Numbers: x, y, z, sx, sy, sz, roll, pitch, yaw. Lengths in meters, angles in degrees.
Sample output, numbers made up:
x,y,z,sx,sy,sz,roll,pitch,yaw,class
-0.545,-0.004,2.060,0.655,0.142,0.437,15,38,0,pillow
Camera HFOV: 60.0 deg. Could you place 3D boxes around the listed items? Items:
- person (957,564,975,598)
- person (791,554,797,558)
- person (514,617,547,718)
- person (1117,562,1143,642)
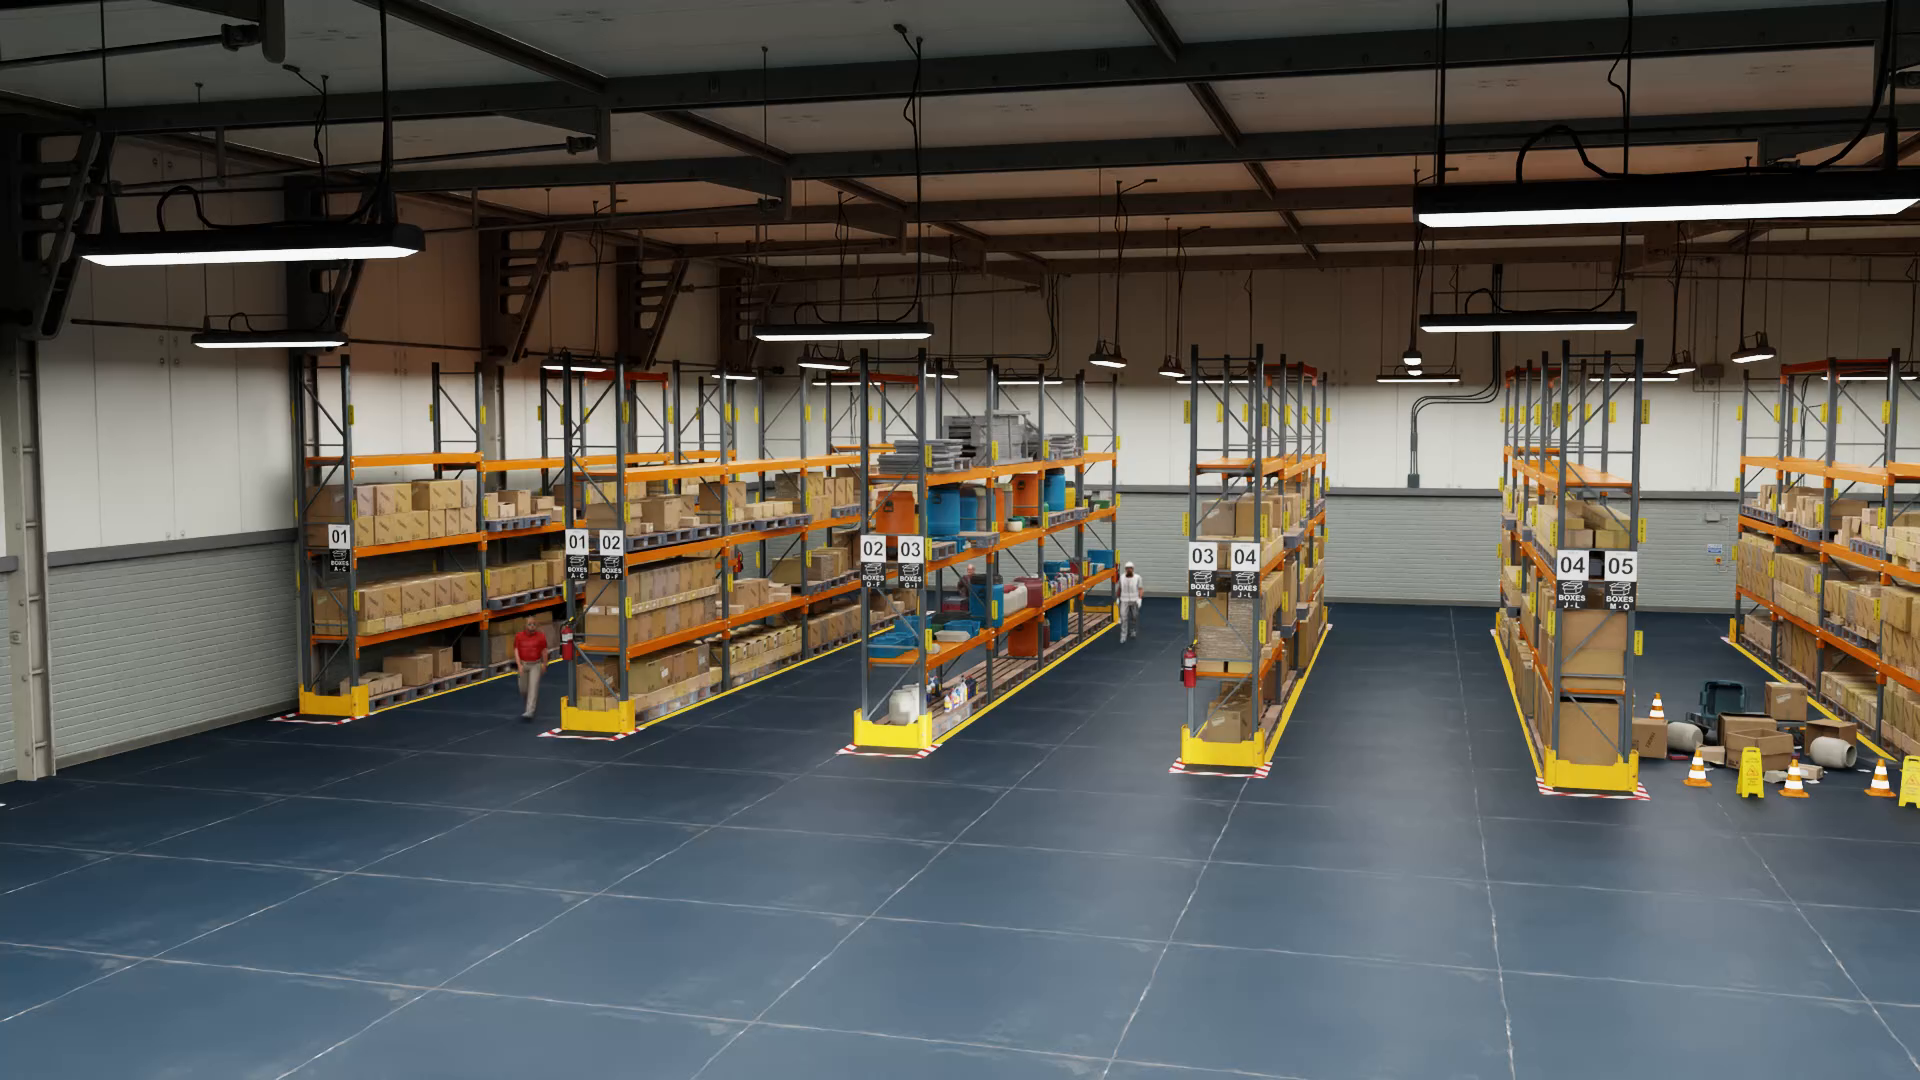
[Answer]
x,y,z,sx,sy,sz,roll,pitch,yaw,class
0.310,1.370,37.355,0.728,1.685,0.655,2,5,26,person
-4.022,1.146,40.401,0.455,1.603,1.060,1,5,18,person
-7.145,2.098,27.570,0.514,1.646,1.117,0,4,-2,person
3.761,1.346,36.869,0.585,1.722,1.054,1,4,7,person
